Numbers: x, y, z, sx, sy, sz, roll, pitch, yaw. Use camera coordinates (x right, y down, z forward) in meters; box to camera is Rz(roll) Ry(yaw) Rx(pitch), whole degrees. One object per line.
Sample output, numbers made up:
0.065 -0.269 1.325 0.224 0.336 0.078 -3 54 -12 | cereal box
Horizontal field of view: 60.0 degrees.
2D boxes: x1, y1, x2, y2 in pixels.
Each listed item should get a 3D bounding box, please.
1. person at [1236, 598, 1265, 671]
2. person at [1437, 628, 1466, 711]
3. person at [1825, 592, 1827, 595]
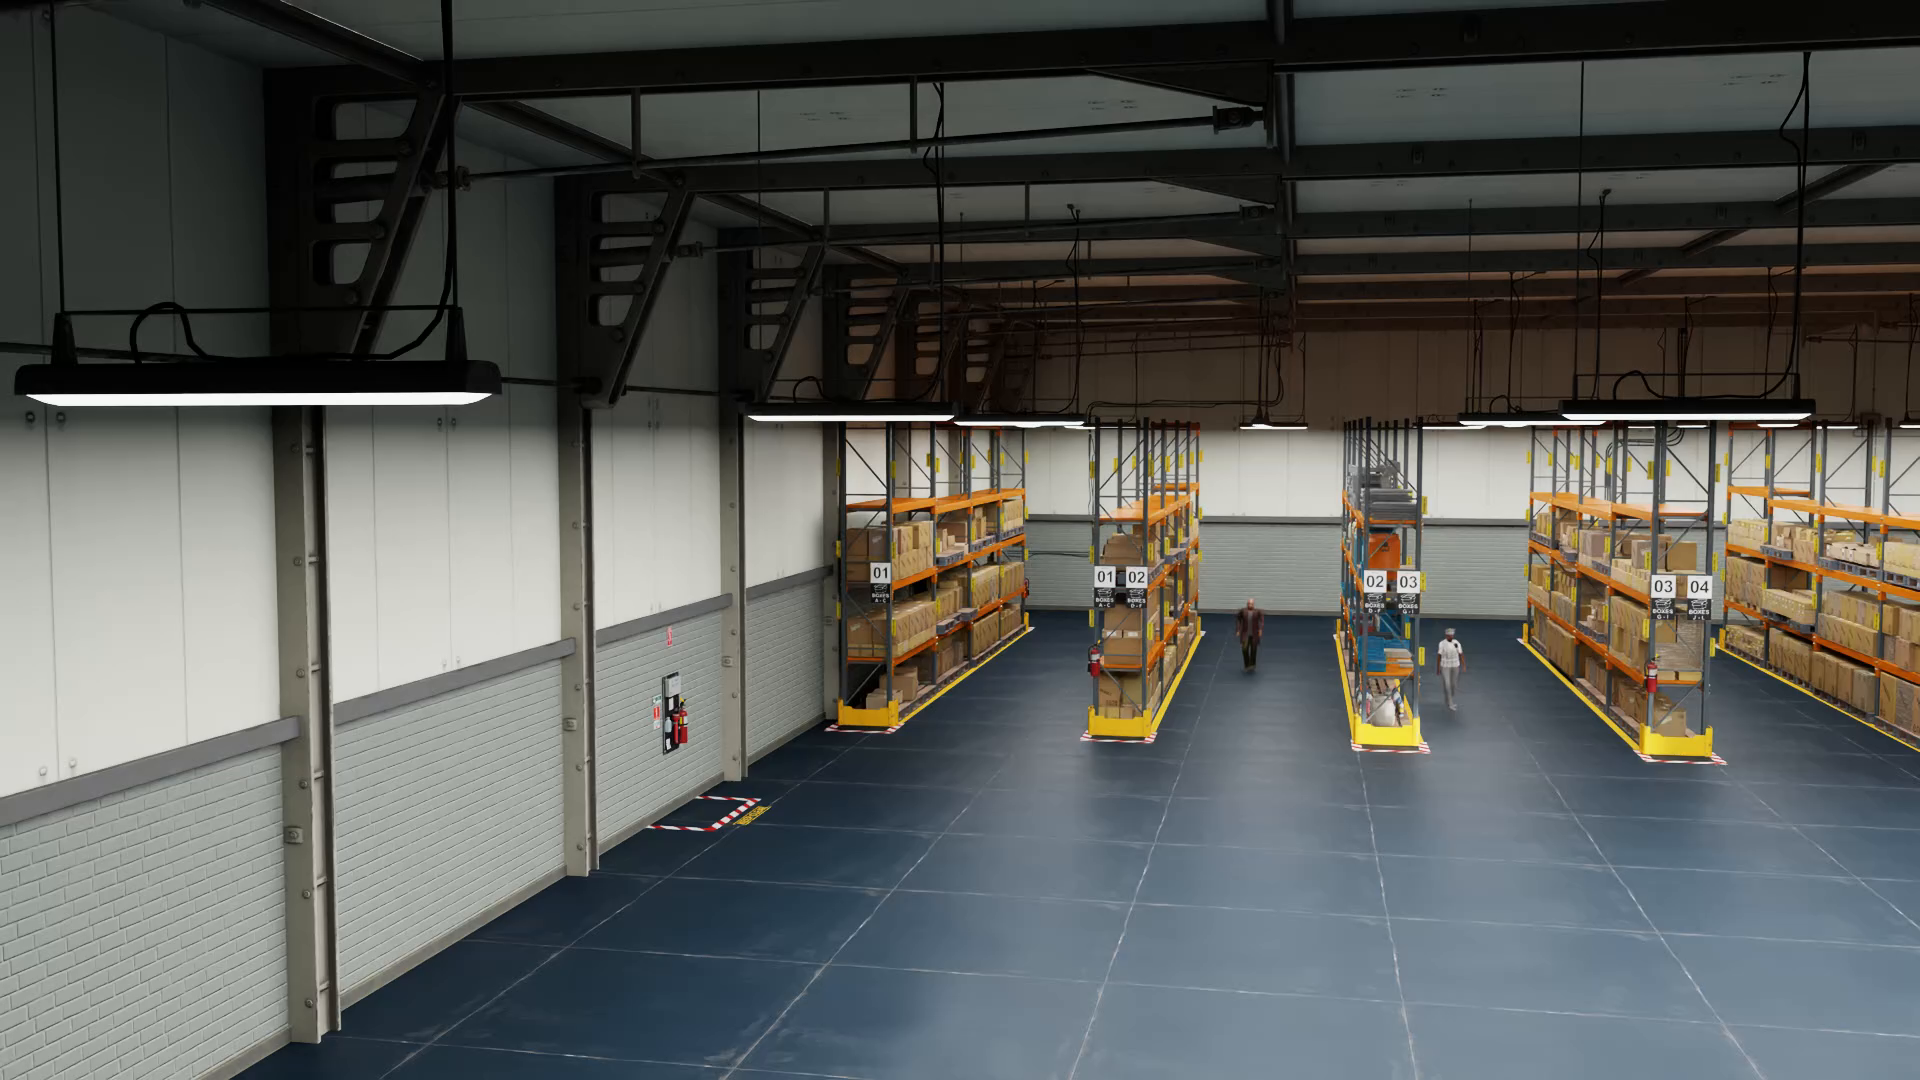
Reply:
6.972 2.308 39.922 0.697 1.838 0.759 1 4 14 | person
10.186 2.672 34.471 0.540 1.700 0.607 0 4 1 | person
21.823 2.146 41.660 0.594 1.766 0.548 1 4 13 | person
